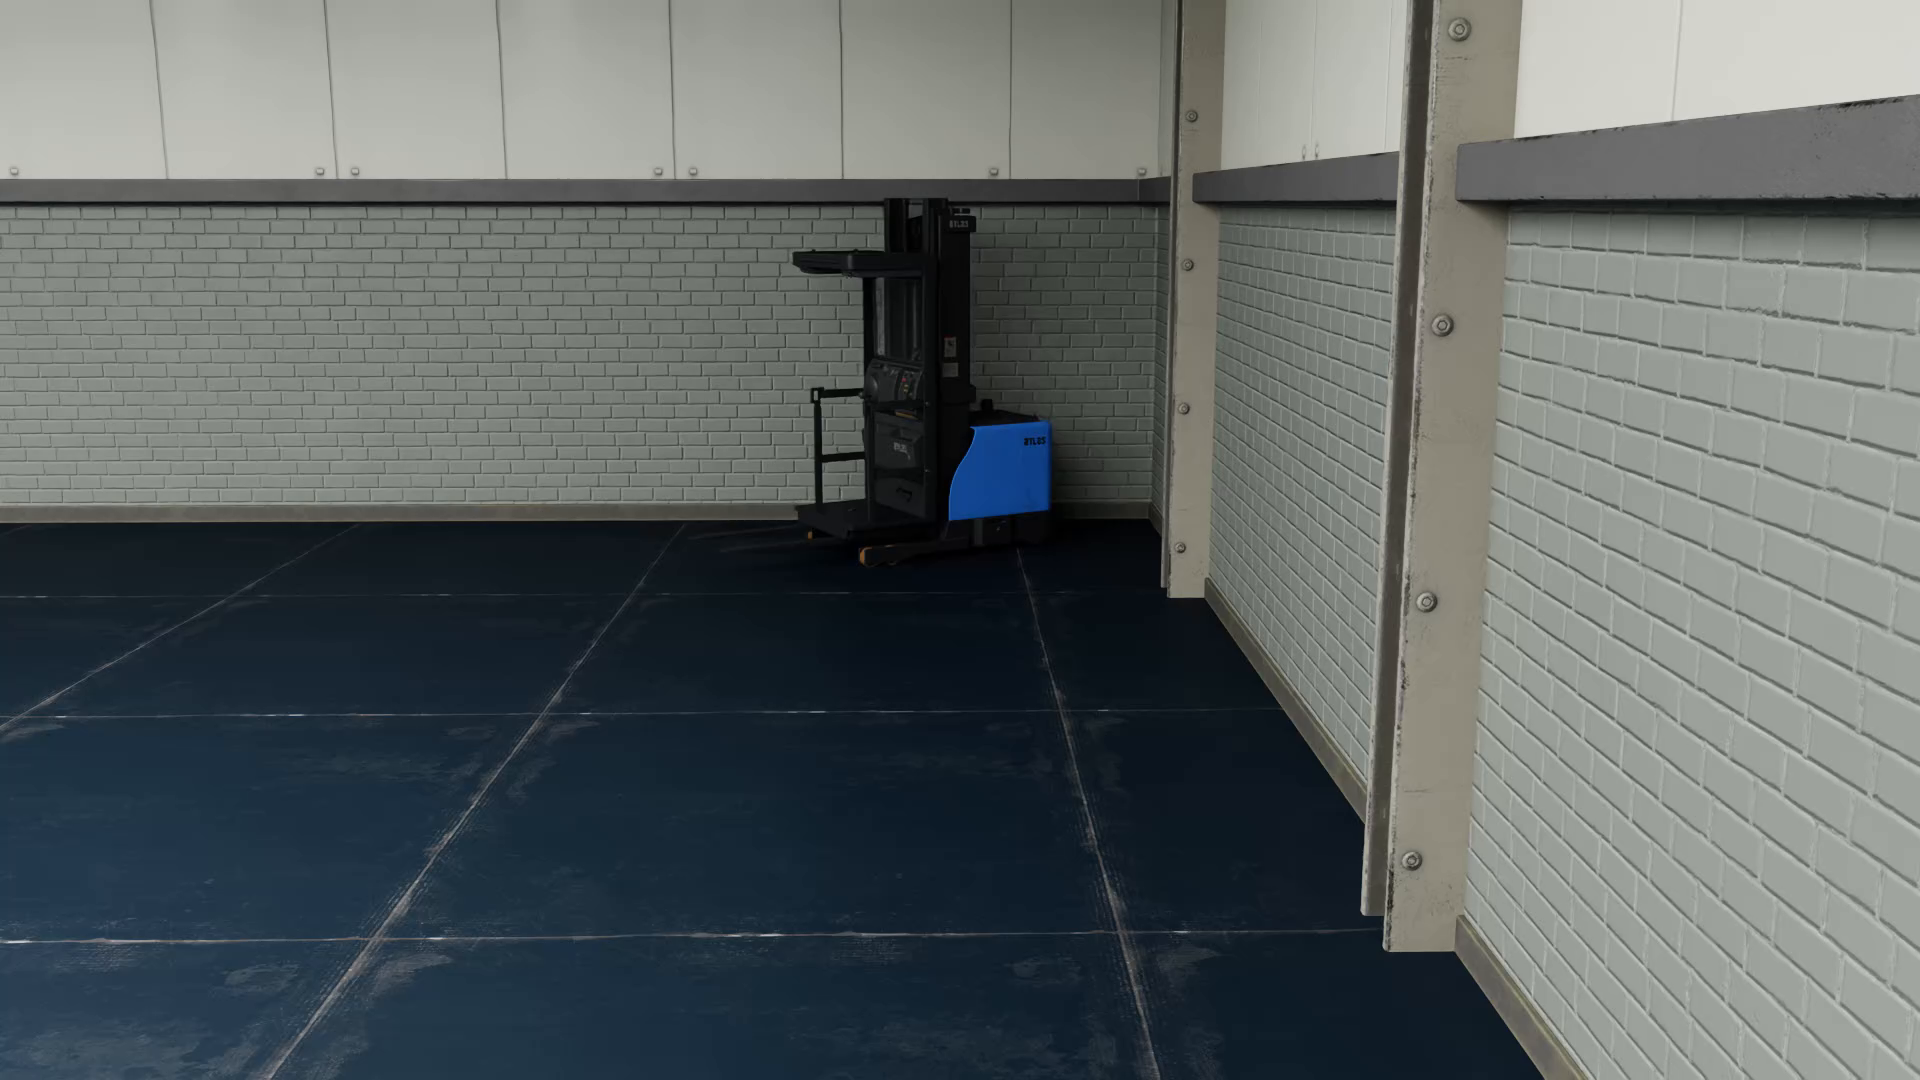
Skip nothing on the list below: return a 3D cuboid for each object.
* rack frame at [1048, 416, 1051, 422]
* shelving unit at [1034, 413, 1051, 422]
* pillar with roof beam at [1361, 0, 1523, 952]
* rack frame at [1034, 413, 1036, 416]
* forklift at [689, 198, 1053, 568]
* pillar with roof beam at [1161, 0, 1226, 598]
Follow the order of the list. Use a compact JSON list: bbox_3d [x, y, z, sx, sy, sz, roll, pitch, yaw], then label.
[{"bbox_3d":[0.710,-0.566,14.707,0.200,1.050,0.008,-7,13,-29],"label":"rack frame"},{"bbox_3d":[0.648,-0.587,14.810,0.215,1.050,0.252,-7,13,-29],"label":"shelving unit"},{"bbox_3d":[-2.474,-2.809,5.772,9.100,9.000,0.400,0,11,-1],"label":"pillar with roof beam"},{"bbox_3d":[0.587,-0.608,14.913,0.200,1.050,0.008,-7,13,-29],"label":"rack frame"},{"bbox_3d":[-0.734,-1.333,13.758,3.031,2.935,1.130,-7,13,-29],"label":"forklift"},{"bbox_3d":[-2.598,-4.002,11.651,9.100,9.000,0.400,0,11,-1],"label":"pillar with roof beam"}]
